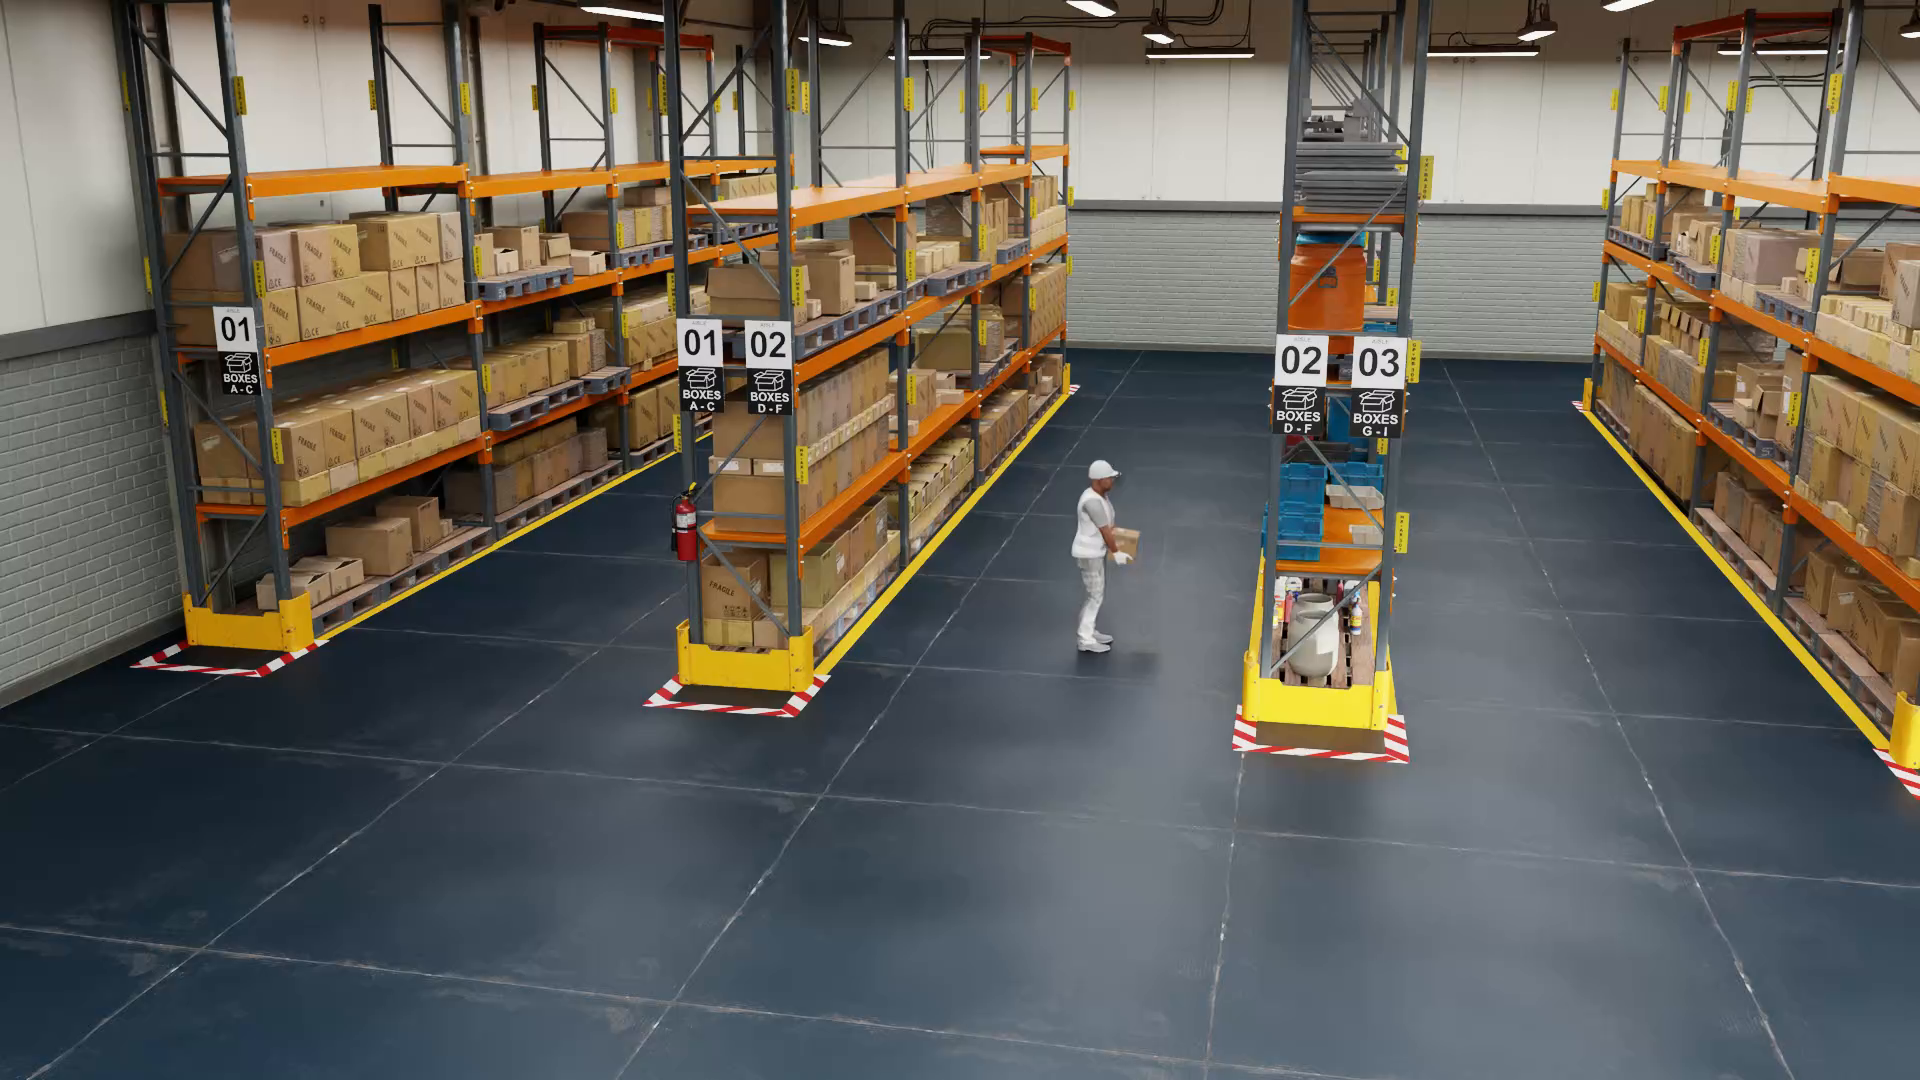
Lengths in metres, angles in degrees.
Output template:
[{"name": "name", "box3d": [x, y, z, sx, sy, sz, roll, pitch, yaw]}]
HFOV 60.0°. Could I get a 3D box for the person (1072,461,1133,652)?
[{"name": "person", "box3d": [1.330, 0.137, 15.448, 0.580, 1.777, 0.492, 3, 15, 10]}]
